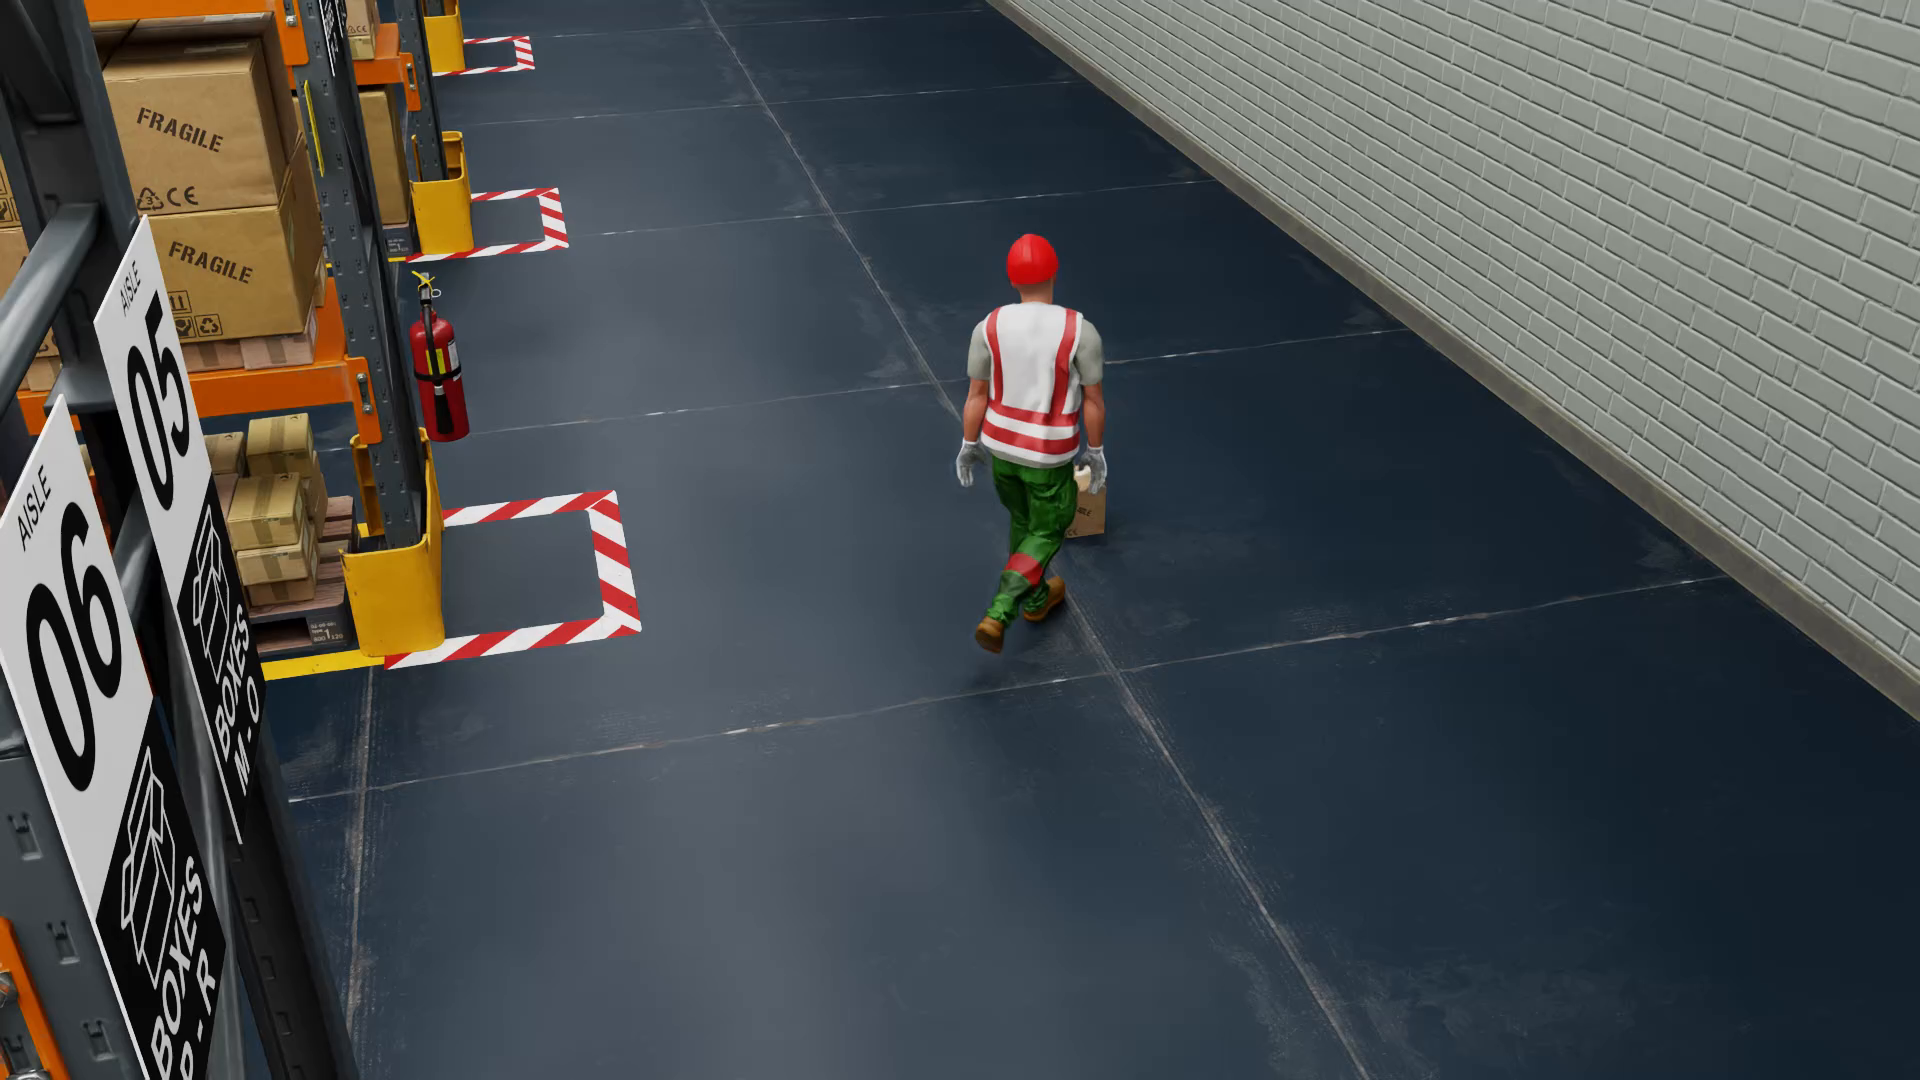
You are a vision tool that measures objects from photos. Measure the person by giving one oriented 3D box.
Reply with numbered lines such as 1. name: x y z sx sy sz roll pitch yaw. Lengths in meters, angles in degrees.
1. person: 0.273 -0.345 6.709 0.605 1.769 0.838 13 33 22
